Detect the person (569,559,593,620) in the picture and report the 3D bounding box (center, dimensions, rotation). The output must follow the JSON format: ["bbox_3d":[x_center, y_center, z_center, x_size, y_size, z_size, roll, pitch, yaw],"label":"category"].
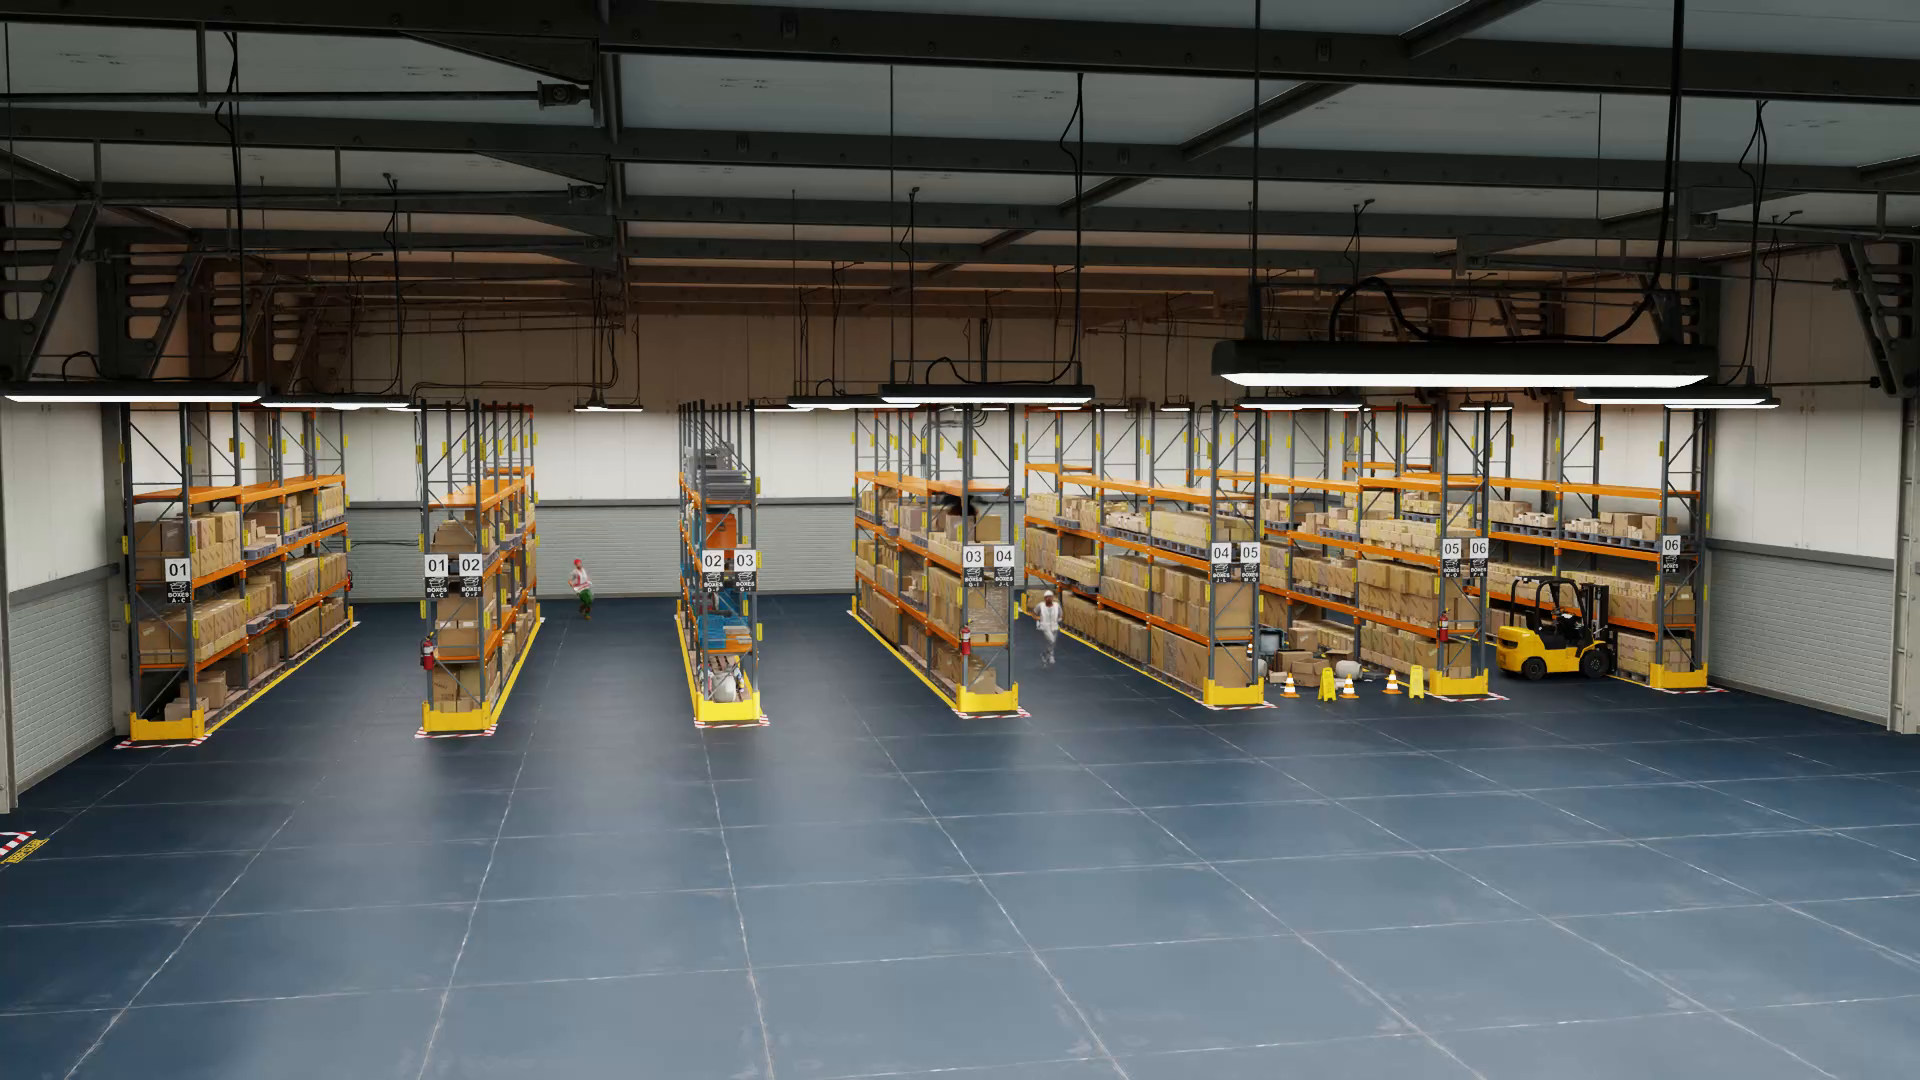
[{"bbox_3d":[-10.528,1.378,46.344,0.529,1.720,0.696,4,6,40],"label":"person"}]

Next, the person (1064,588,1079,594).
[{"bbox_3d":[3.353,1.083,50.147,0.740,1.848,0.678,-1,4,-9],"label":"person"}]

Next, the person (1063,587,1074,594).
[{"bbox_3d":[3.345,1.088,50.650,0.550,1.663,0.658,-2,5,-22],"label":"person"}]

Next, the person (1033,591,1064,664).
[{"bbox_3d":[1.975,1.943,36.859,0.647,1.666,0.928,-1,4,-15],"label":"person"}]
